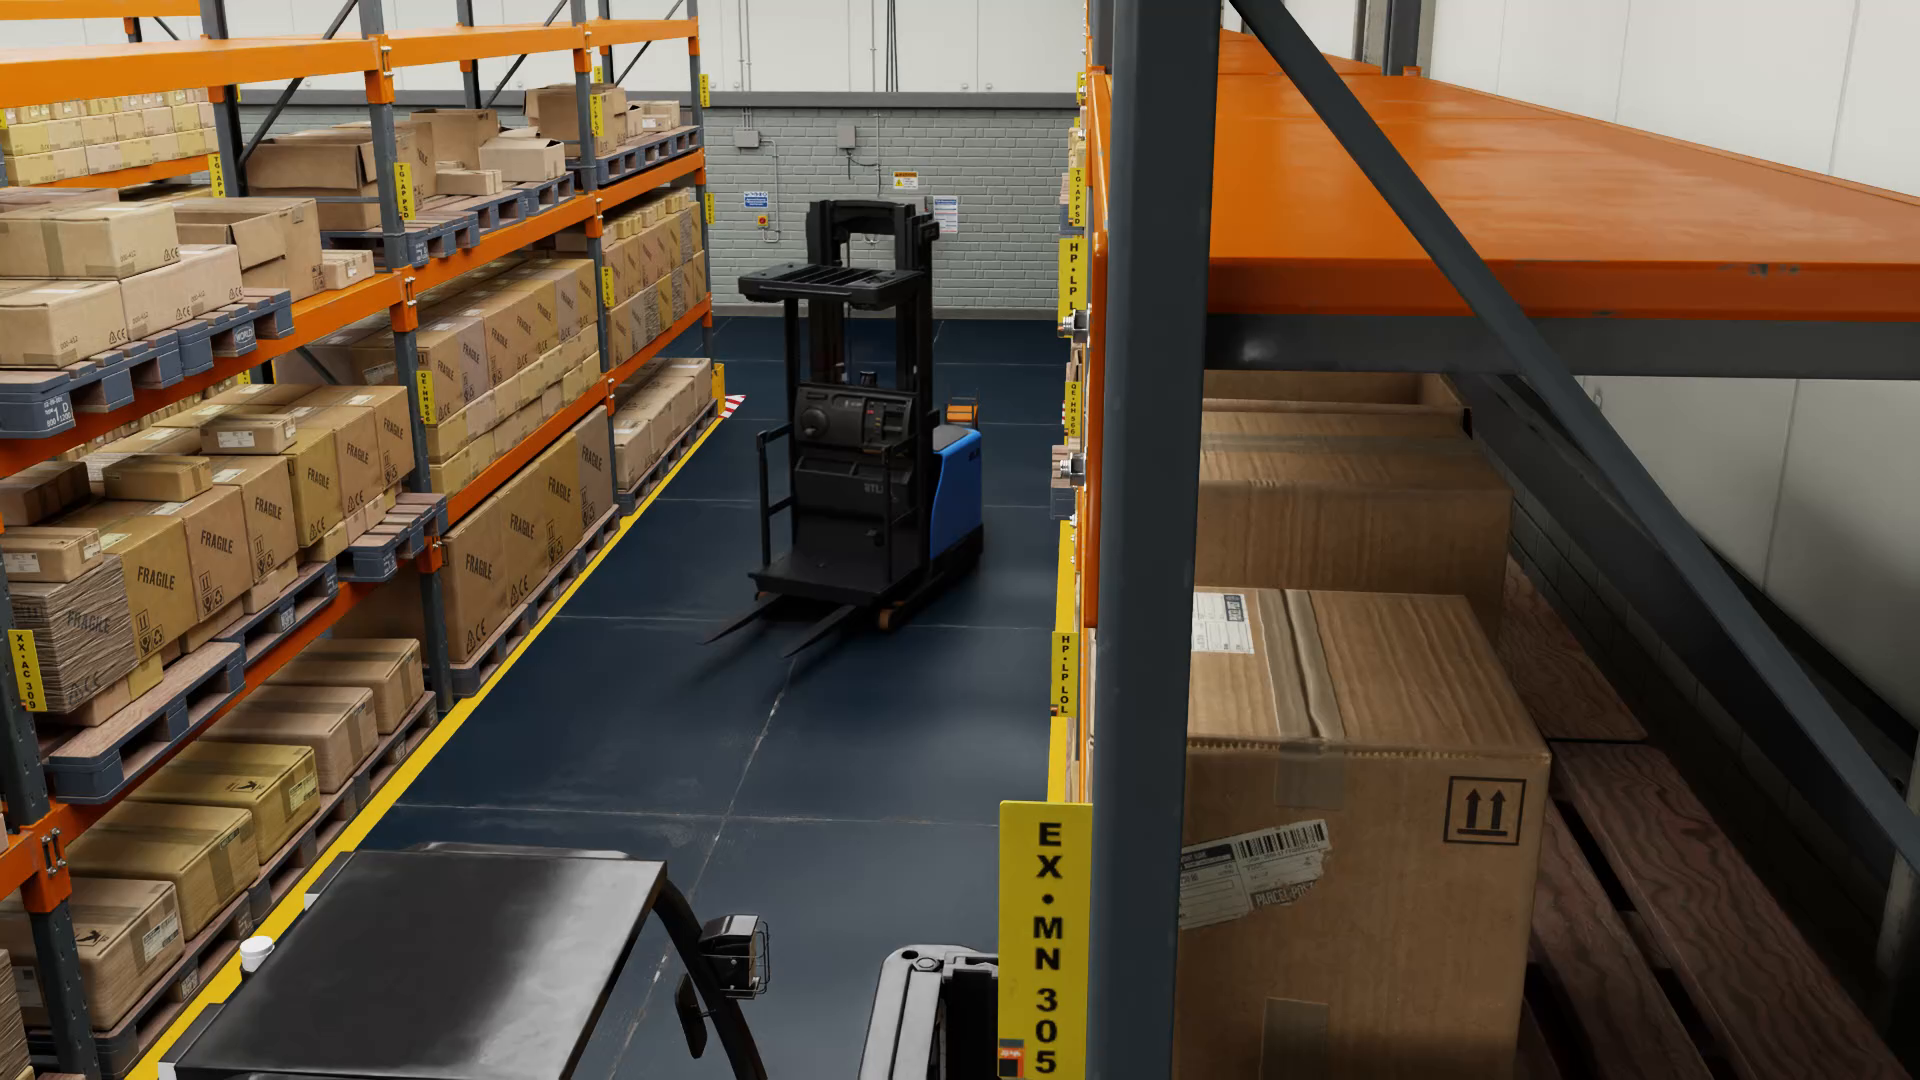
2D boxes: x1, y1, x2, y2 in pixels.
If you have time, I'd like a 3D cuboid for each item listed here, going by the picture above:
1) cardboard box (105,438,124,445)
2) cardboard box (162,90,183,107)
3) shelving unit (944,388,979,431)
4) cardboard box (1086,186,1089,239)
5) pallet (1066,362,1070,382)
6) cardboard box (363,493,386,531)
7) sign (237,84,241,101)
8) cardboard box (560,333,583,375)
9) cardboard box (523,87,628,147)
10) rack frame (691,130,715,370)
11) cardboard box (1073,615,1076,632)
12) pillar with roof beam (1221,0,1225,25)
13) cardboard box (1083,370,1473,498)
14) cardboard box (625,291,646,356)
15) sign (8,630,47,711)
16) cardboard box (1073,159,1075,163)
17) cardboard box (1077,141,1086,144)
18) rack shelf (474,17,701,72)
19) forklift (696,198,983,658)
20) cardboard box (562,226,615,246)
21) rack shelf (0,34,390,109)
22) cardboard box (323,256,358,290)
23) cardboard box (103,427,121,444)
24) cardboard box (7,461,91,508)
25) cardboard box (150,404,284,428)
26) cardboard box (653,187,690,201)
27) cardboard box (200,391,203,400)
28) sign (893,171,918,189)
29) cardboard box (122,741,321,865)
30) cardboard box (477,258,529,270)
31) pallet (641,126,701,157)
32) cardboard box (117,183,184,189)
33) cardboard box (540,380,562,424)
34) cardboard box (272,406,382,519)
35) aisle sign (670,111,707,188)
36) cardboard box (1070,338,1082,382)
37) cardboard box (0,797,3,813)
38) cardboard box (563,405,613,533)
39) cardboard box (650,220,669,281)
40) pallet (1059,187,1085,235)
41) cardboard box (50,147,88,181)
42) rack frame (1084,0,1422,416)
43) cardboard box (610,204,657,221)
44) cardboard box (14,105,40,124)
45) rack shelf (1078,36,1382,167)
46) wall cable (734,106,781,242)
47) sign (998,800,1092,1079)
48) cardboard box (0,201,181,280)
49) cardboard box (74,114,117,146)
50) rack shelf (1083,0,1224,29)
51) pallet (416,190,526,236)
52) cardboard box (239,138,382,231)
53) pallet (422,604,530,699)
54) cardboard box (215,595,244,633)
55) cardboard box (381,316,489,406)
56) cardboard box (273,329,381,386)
[{"bbox_3d":[-8.105,-0.864,15.647,0.380,0.149,0.250,1,18,3],"label":"cardboard box"},{"bbox_3d":[-7.893,-4.348,16.354,0.380,0.149,0.250,2,18,5],"label":"cardboard box"},{"bbox_3d":[0.012,-0.622,13.893,0.258,1.200,0.503,1,18,4],"label":"shelving unit"},{"bbox_3d":[0.836,-1.426,7.644,0.500,0.500,0.500,2,18,5],"label":"cardboard box"},{"bbox_3d":[1.324,-1.147,12.914,1.003,0.211,1.213,1,18,4],"label":"pallet"},{"bbox_3d":[-3.457,-0.160,9.323,0.380,0.149,0.250,1,18,3],"label":"cardboard box"},{"bbox_3d":[-7.566,-4.742,17.339,0.100,0.325,0.005,1,18,4],"label":"sign"},{"bbox_3d":[-3.278,-1.462,13.005,0.500,0.250,0.500,2,18,5],"label":"cardboard box"},{"bbox_3d":[-3.396,-3.734,14.685,0.797,0.503,0.637,3,18,8],"label":"cardboard box"},{"bbox_3d":[-3.174,-2.836,17.760,1.000,3.000,0.127,1,18,4],"label":"rack frame"},{"bbox_3d":[0.727,0.517,6.967,0.500,0.250,0.500,1,18,2],"label":"cardboard box"},{"bbox_3d":[-1.424,-6.490,19.278,9.100,9.000,0.400,1,18,4],"label":"pillar with roof beam"},{"bbox_3d":[0.672,-0.118,3.648,0.797,0.503,0.637,2,18,6],"label":"cardboard box"},{"bbox_3d":[-3.126,-1.937,14.856,0.500,0.500,0.500,1,18,4],"label":"cardboard box"},{"bbox_3d":[-3.492,0.490,6.221,0.100,0.325,0.005,1,18,4],"label":"sign"},{"bbox_3d":[1.001,-2.636,11.900,0.380,0.149,0.250,1,18,3],"label":"cardboard box"},{"bbox_3d":[1.008,-2.693,11.599,0.380,0.149,0.250,1,18,4],"label":"cardboard box"},{"bbox_3d":[-3.317,-4.533,15.104,1.077,0.370,4.000,1,18,4],"label":"rack shelf"},{"bbox_3d":[-0.861,-0.886,11.921,1.130,2.935,3.031,8,20,22],"label":"forklift"},{"bbox_3d":[-3.177,-2.596,14.222,0.380,0.149,0.250,2,18,5],"label":"cardboard box"},{"bbox_3d":[-3.891,-2.049,7.521,1.077,0.370,4.000,1,18,4],"label":"rack shelf"},{"bbox_3d":[-3.570,-1.477,9.200,0.380,0.149,0.250,1,18,4],"label":"cardboard box"},{"bbox_3d":[-8.128,-1.005,15.599,0.380,0.149,0.250,0,18,1],"label":"cardboard box"},{"bbox_3d":[-4.194,-0.254,7.526,0.380,0.149,0.250,1,18,2],"label":"cardboard box"},{"bbox_3d":[-4.041,-0.443,9.145,0.500,0.500,0.500,2,18,7],"label":"cardboard box"},{"bbox_3d":[-3.000,-3.551,17.134,0.380,0.149,0.250,2,18,5],"label":"cardboard box"},{"bbox_3d":[-8.029,-1.488,17.073,0.380,0.149,0.250,1,18,3],"label":"cardboard box"},{"bbox_3d":[-0.749,-4.953,22.896,0.339,0.242,0.001,1,18,4],"label":"sign"},{"bbox_3d":[-3.903,1.338,8.568,0.950,0.372,0.625,2,18,6],"label":"cardboard box"},{"bbox_3d":[-3.779,-1.986,13.400,0.500,0.500,0.500,1,18,5],"label":"cardboard box"},{"bbox_3d":[-3.217,-3.988,16.603,1.003,0.211,1.213,1,18,4],"label":"pallet"},{"bbox_3d":[-8.415,-3.445,17.376,0.500,0.500,0.500,1,18,4],"label":"cardboard box"},{"bbox_3d":[-3.334,-1.063,12.590,0.500,0.250,0.500,1,18,2],"label":"cardboard box"},{"bbox_3d":[-3.529,-0.431,9.109,0.500,0.500,0.500,1,18,3],"label":"cardboard box"},{"bbox_3d":[-2.860,-4.086,17.402,0.394,0.787,0.004,1,18,4],"label":"aisle sign"},{"bbox_3d":[1.139,-1.181,11.875,0.700,0.500,0.500,1,18,4],"label":"cardboard box"},{"bbox_3d":[-3.818,0.846,5.886,0.500,0.500,0.500,1,18,3],"label":"cardboard box"},{"bbox_3d":[-3.425,-0.589,13.641,0.875,0.875,0.875,2,18,6],"label":"cardboard box"},{"bbox_3d":[-3.056,-2.731,15.673,0.500,0.500,0.500,1,18,4],"label":"cardboard box"},{"bbox_3d":[1.302,-2.297,11.599,1.213,0.211,1.003,1,18,4],"label":"pallet"},{"bbox_3d":[-8.082,-3.320,14.662,0.500,0.250,0.500,1,18,3],"label":"cardboard box"},{"bbox_3d":[0.917,-1.850,5.117,1.000,3.000,0.127,1,18,4],"label":"rack frame"},{"bbox_3d":[-3.074,-3.072,15.673,0.380,0.149,0.250,2,18,6],"label":"cardboard box"},{"bbox_3d":[-8.090,-3.622,14.141,0.380,0.149,0.250,1,18,2],"label":"cardboard box"},{"bbox_3d":[1.060,-1.939,7.187,1.077,0.370,4.000,1,18,4],"label":"rack shelf"},{"bbox_3d":[-2.793,-5.085,22.943,0.585,1.953,0.123,1,18,4],"label":"wall cable"},{"bbox_3d":[0.090,0.418,1.717,0.100,0.325,0.005,1,18,4],"label":"sign"},{"bbox_3d":[-3.567,-1.228,6.798,0.500,0.250,0.500,1,18,3],"label":"cardboard box"},{"bbox_3d":[-8.041,-3.719,15.076,0.500,0.250,0.500,2,18,5],"label":"cardboard box"},{"bbox_3d":[1.634,-4.612,14.708,1.077,0.370,4.000,1,18,4],"label":"rack shelf"},{"bbox_3d":[-3.677,-2.235,11.413,1.003,0.211,1.213,2,18,6],"label":"pallet"},{"bbox_3d":[-3.871,-2.146,9.996,0.797,0.503,0.637,0,18,1],"label":"cardboard box"},{"bbox_3d":[-3.616,0.731,11.353,1.003,0.211,1.213,1,18,4],"label":"pallet"},{"bbox_3d":[-3.629,0.324,7.847,0.380,0.149,0.250,1,18,4],"label":"cardboard box"},{"bbox_3d":[-3.442,-1.176,10.927,0.500,0.500,0.500,1,18,4],"label":"cardboard box"},{"bbox_3d":[-3.971,-1.040,10.514,0.500,0.500,0.500,1,18,2],"label":"cardboard box"}]
